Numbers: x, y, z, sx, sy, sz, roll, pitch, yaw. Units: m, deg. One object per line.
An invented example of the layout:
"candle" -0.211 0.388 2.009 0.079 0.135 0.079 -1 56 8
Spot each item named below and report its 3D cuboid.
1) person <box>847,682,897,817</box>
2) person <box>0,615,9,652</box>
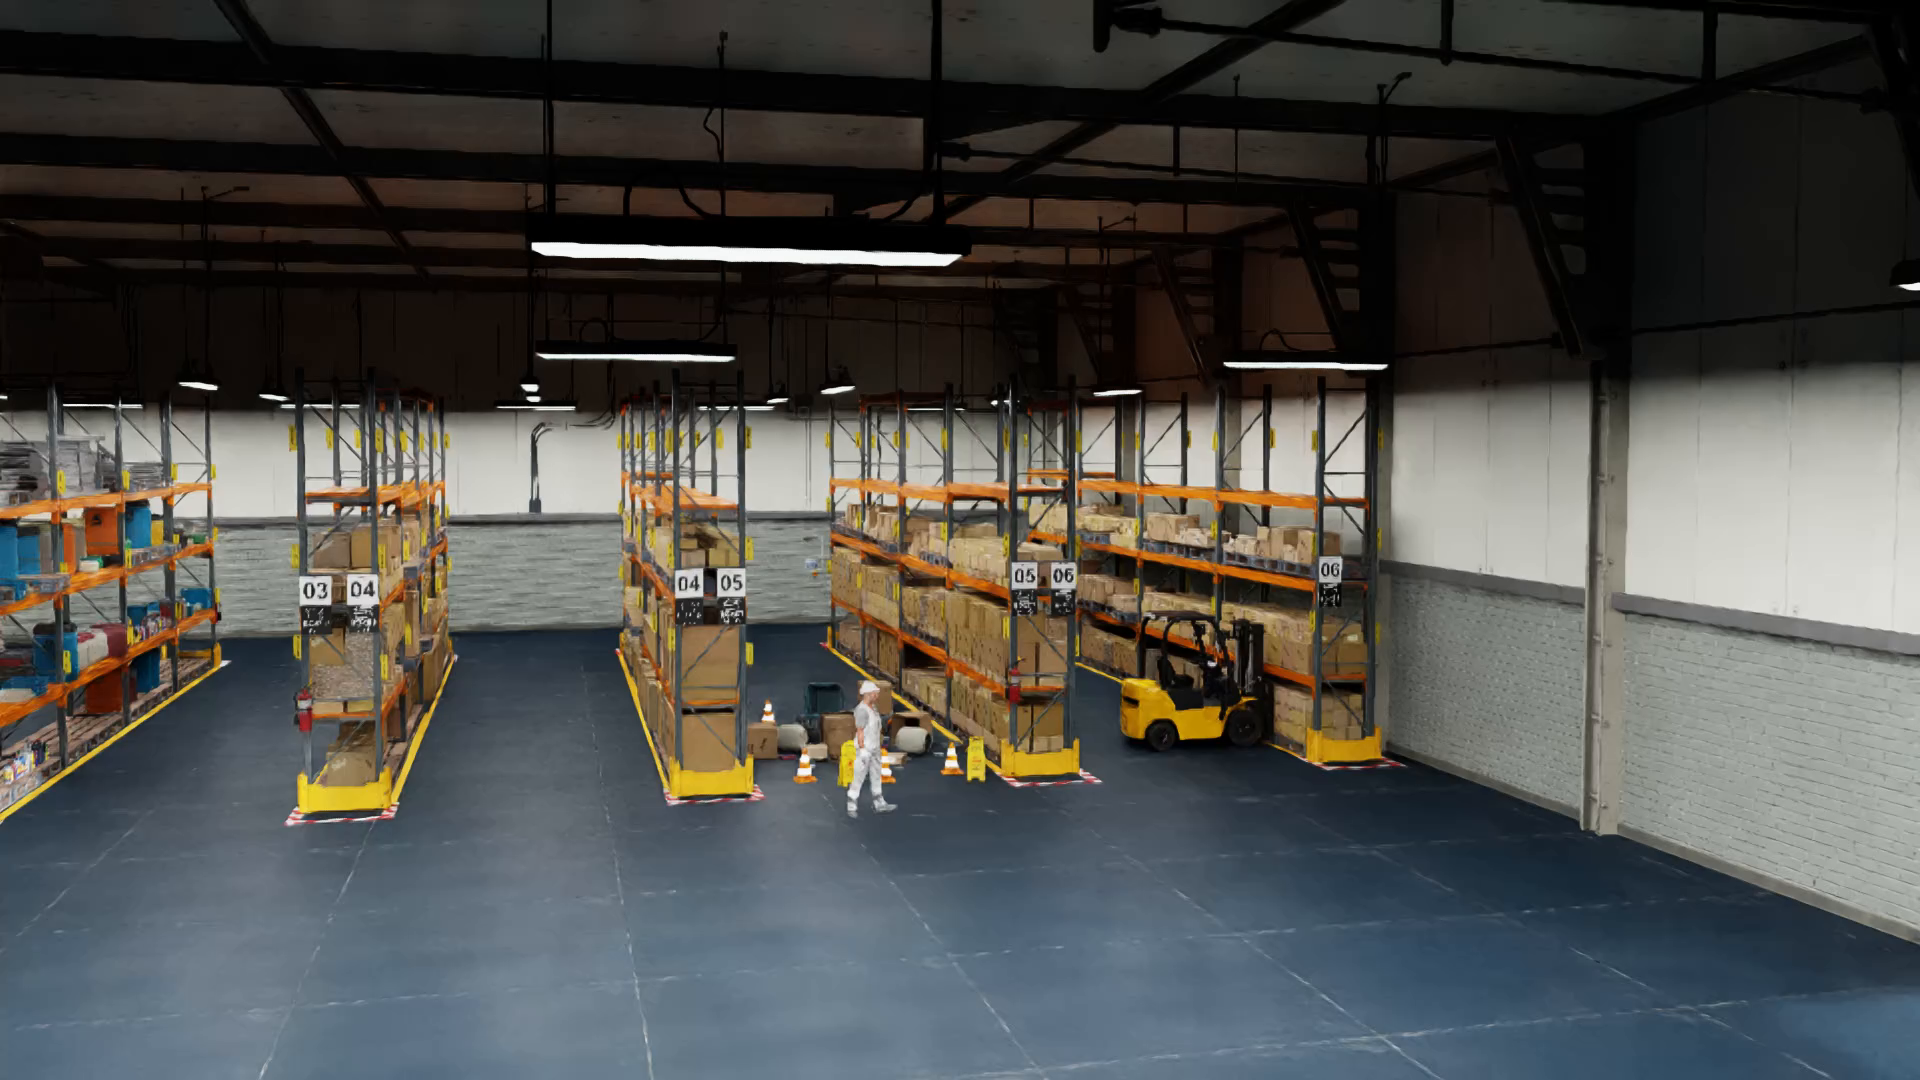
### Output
"person" -1.206 2.772 22.180 0.530 1.784 0.702 1 4 20
"person" -22.911 1.818 39.289 0.696 1.660 0.847 -2 4 -32
